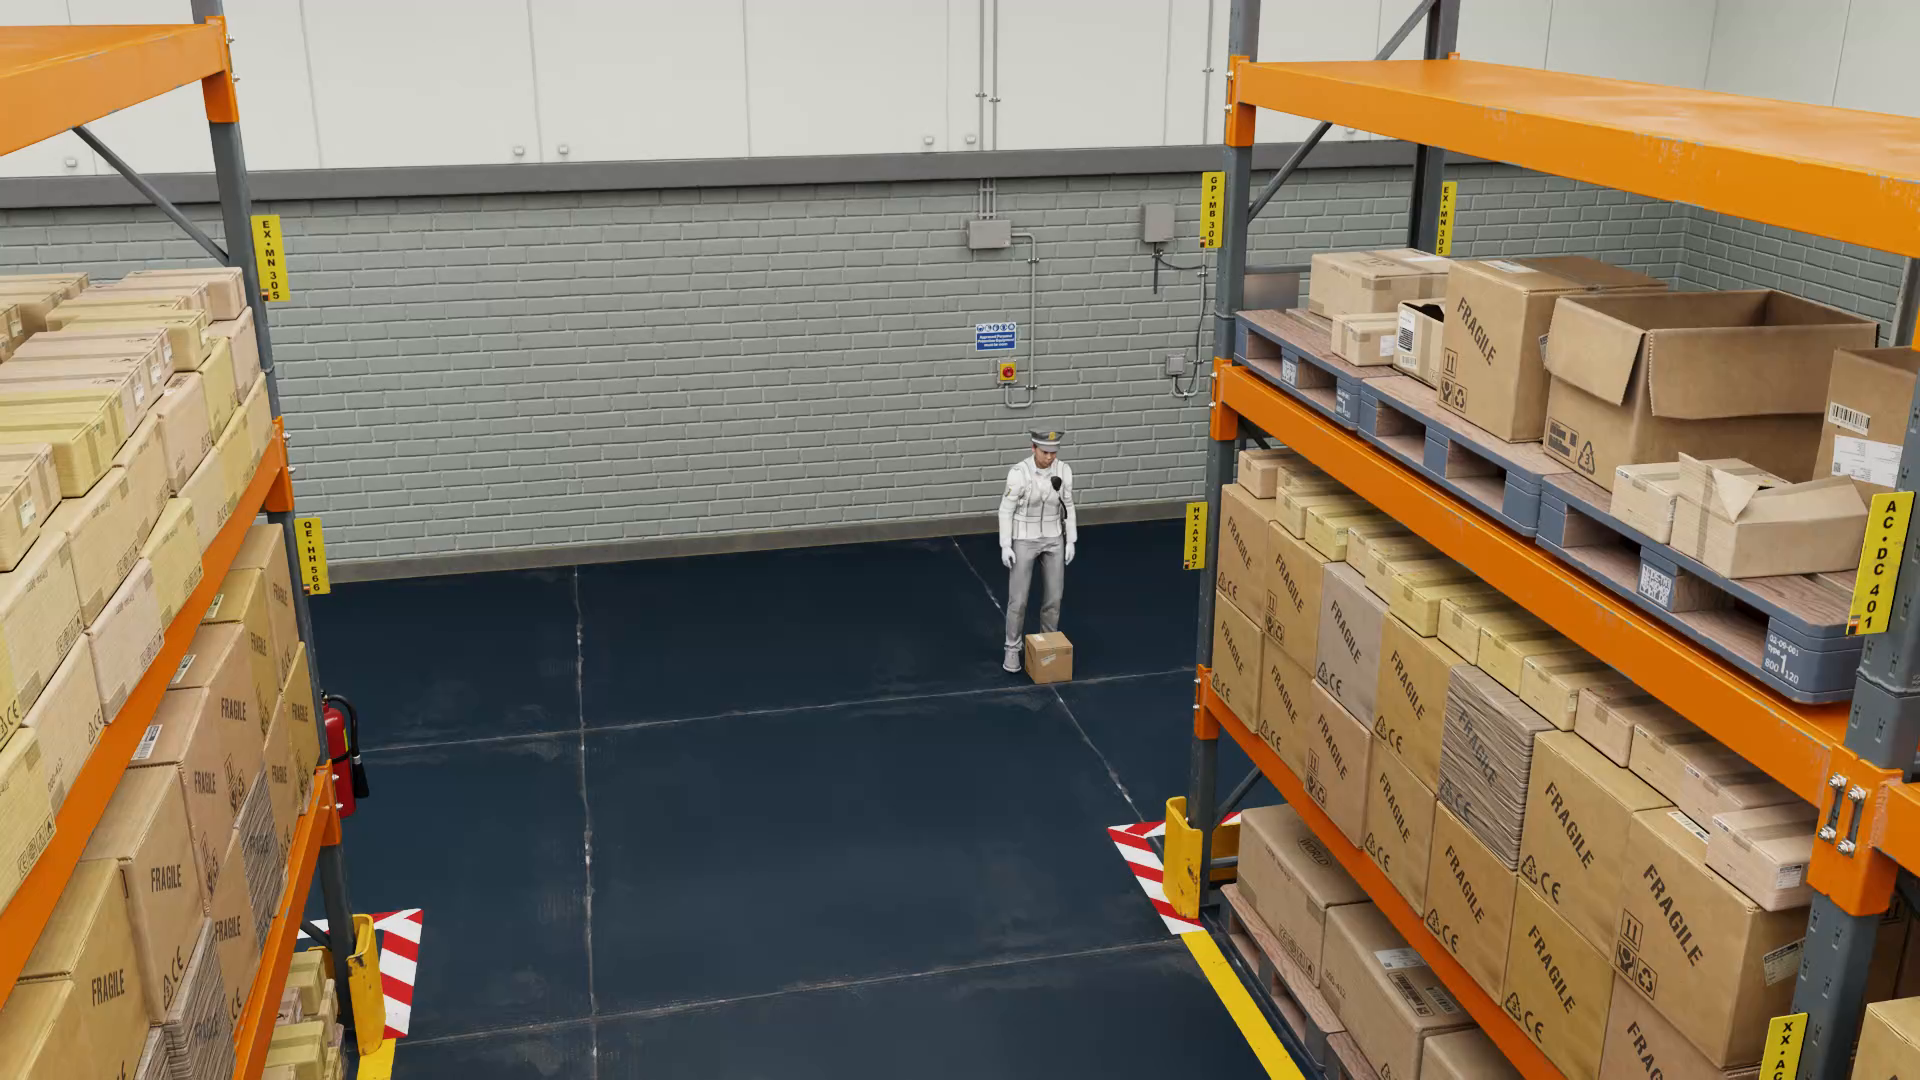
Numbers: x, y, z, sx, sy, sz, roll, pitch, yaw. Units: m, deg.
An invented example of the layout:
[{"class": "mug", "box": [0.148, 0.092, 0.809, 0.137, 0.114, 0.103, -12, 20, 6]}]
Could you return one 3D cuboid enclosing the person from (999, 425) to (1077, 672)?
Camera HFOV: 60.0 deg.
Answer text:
[{"class": "person", "box": [0.516, 0.034, 10.971, 0.526, 1.662, 0.373, -5, 20, -14]}]
